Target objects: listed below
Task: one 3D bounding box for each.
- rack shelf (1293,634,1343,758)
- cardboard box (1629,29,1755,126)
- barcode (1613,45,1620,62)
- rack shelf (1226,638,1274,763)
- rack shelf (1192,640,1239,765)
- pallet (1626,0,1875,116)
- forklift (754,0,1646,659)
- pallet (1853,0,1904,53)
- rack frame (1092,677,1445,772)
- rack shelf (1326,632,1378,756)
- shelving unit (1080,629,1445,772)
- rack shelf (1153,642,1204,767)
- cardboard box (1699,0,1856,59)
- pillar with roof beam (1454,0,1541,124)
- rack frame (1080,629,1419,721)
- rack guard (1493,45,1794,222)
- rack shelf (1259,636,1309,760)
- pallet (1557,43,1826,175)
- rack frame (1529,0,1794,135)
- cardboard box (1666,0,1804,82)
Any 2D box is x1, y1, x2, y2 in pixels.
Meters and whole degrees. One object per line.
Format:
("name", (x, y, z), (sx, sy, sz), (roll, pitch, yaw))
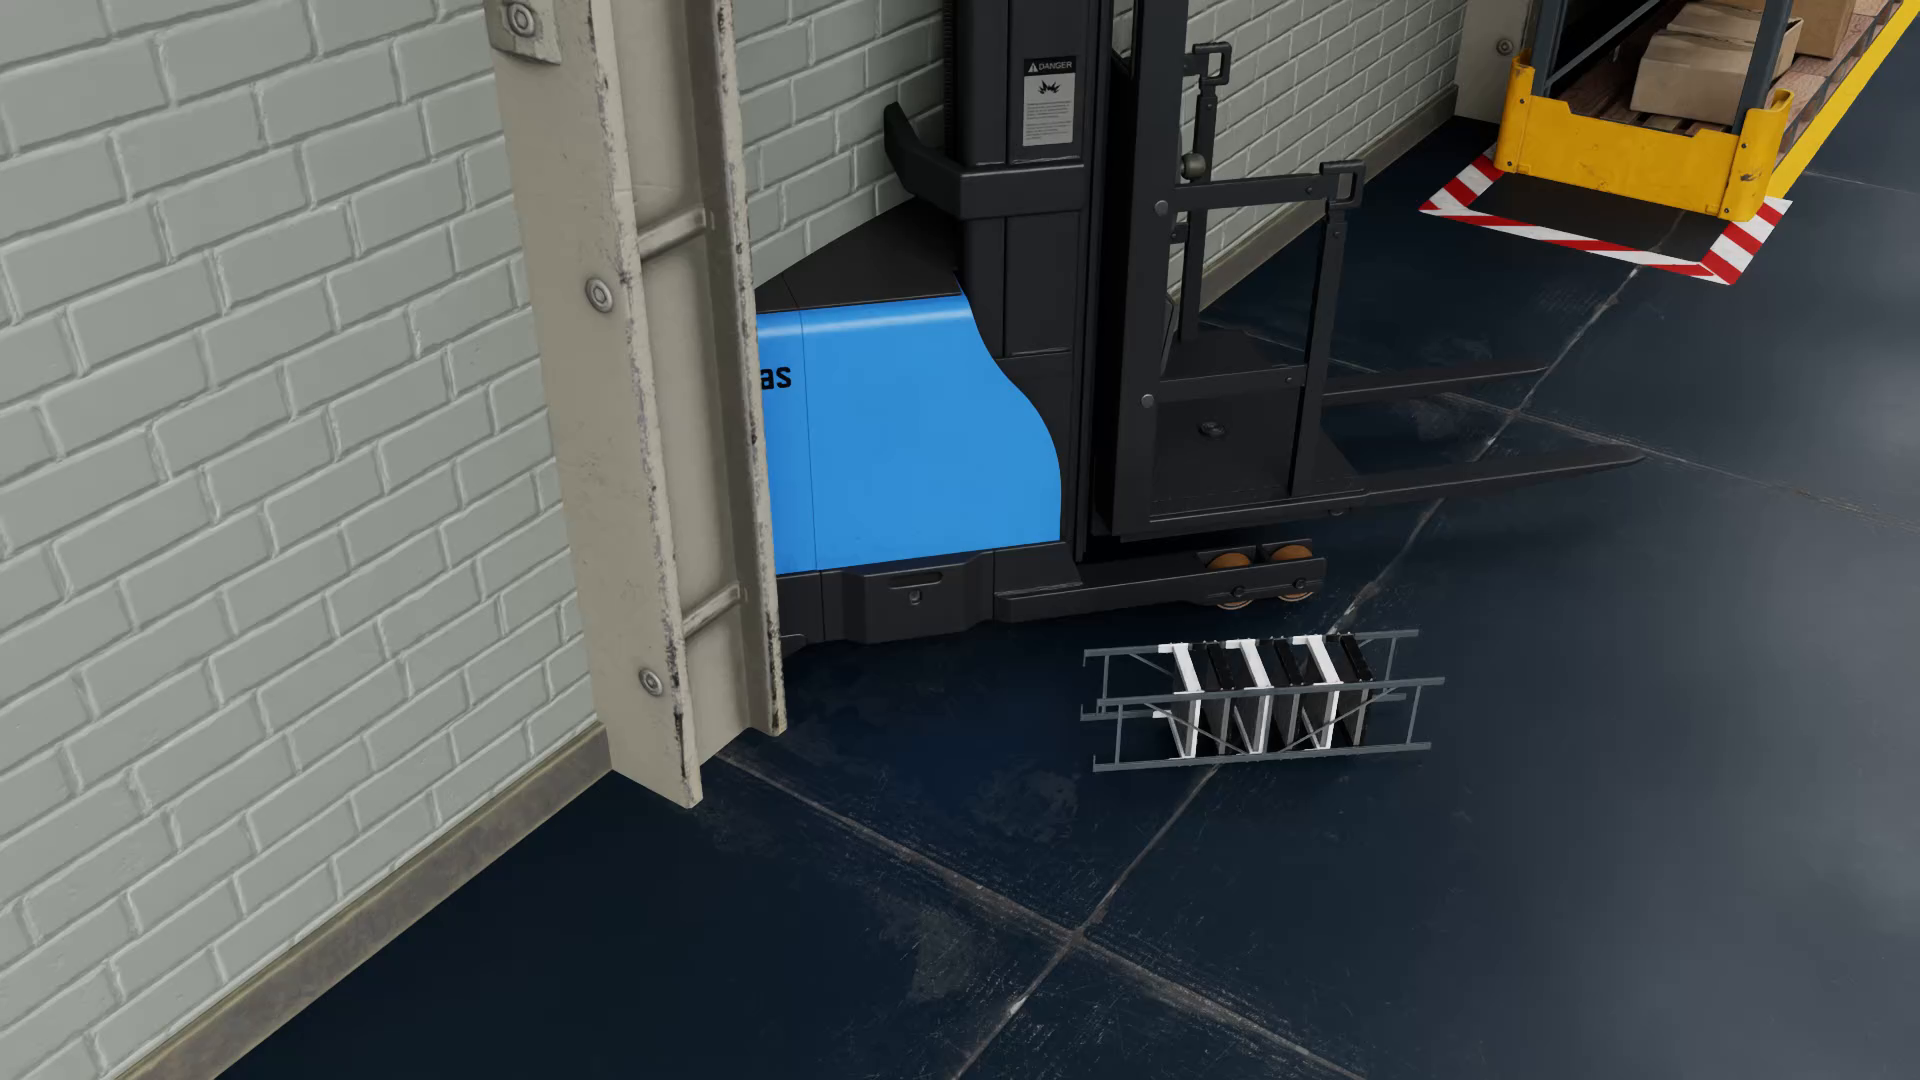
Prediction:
("rack shelf", (0.927, 0.411, 4.380), (0.077, 0.258, 0.200), (-3, 34, -5))
("cardboard box", (3.499, -2.217, 7.859), (0.500, 0.311, 0.500), (17, 37, 23))
("barcode", (3.180, -2.357, 8.057), (0.001, 0.075, 0.075), (21, 39, 28))
("rack shelf", (0.748, 0.421, 4.365), (0.077, 0.258, 0.200), (-3, 34, -5))
("rack shelf", (0.659, 0.426, 4.358), (0.077, 0.258, 0.200), (-3, 34, -5))
("pallet", (4.262, -2.661, 8.996), (1.003, 0.211, 1.213), (21, 39, 28))
("forklift", (0.613, -1.290, 4.541), (3.031, 2.935, 1.130), (-7, 35, -10))
("pallet", (4.957, -3.224, 9.830), (1.003, 0.211, 1.213), (21, 39, 28))
("rack frame", (0.792, 0.476, 4.284), (0.900, 0.240, 0.006), (-3, 34, -5))
("rack shelf", (1.017, 0.406, 4.387), (0.077, 0.258, 0.200), (-3, 34, -5))
("shelving unit", (0.782, 0.419, 4.368), (0.900, 0.258, 0.210), (-3, 34, -5))
("rack shelf", (0.569, 0.431, 4.350), (0.077, 0.258, 0.200), (-3, 34, -5))
("cardboard box", (4.283, -2.880, 8.669), (0.700, 0.500, 0.500), (19, 38, 25))
("pillar with roof beam", (6.255, -4.568, 3.971), (9.100, 9.000, 0.400), (21, 39, 28))
("rack frame", (0.771, 0.362, 4.452), (0.900, 0.240, 0.006), (-3, 34, -5))
("rack guard", (3.074, -1.859, 7.552), (1.175, 0.500, 0.348), (21, 39, 28))
("rack shelf", (0.838, 0.416, 4.373), (0.077, 0.258, 0.200), (-3, 34, -5))
("pallet", (3.566, -2.102, 8.169), (1.003, 0.211, 1.213), (21, 39, 28))
("rack frame", (3.030, -2.859, 6.800), (1.000, 3.000, 0.127), (21, 39, 28))
("cardboard box", (3.824, -2.480, 8.247), (0.500, 0.311, 0.500), (25, 41, 32))
